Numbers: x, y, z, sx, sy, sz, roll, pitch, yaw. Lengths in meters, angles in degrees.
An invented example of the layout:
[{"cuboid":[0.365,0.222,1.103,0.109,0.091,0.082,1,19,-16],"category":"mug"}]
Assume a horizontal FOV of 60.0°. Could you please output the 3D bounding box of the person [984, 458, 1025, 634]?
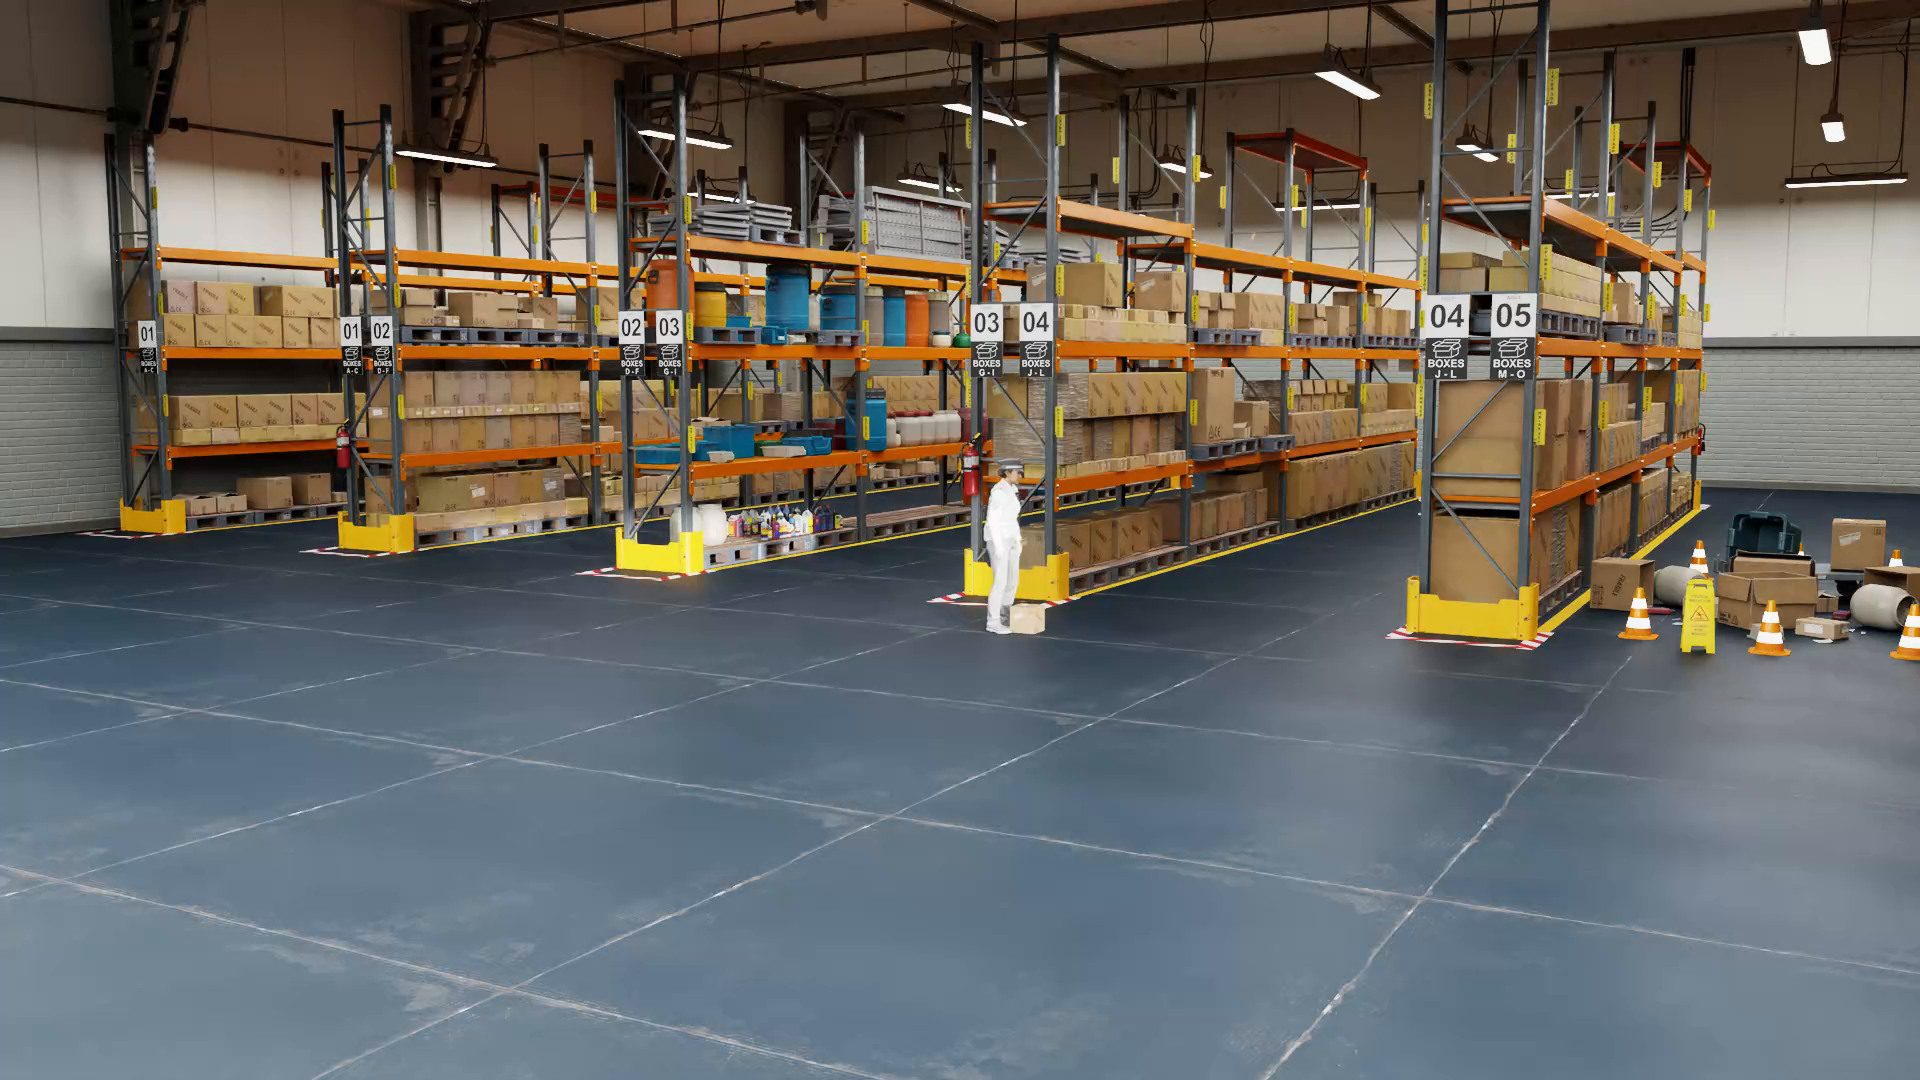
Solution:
[{"cuboid":[0.437,0.039,15.973,0.372,1.665,0.543,3,7,26],"category":"person"}]
